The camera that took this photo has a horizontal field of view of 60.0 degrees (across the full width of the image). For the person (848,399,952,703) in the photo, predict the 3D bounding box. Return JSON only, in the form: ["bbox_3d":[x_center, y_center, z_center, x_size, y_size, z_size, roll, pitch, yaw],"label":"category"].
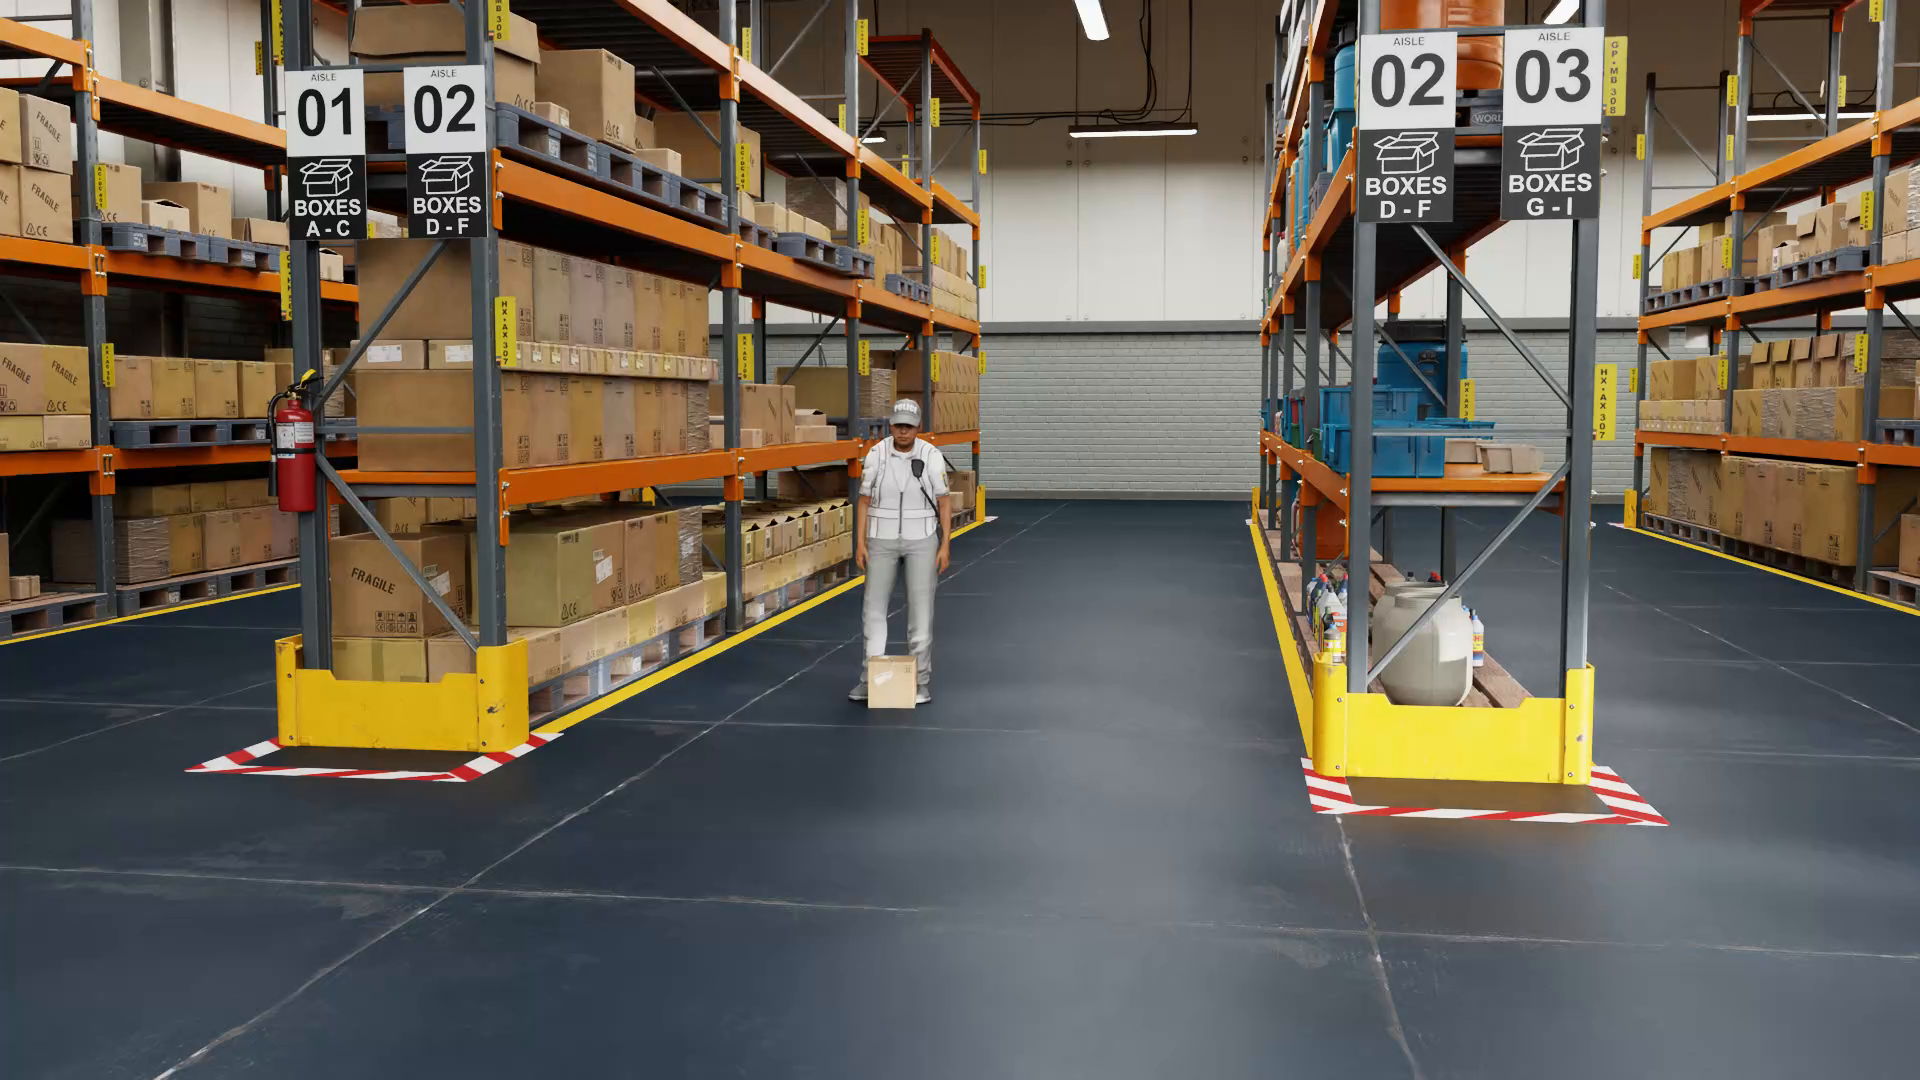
[{"bbox_3d":[-0.332,0.050,9.233,0.564,1.666,0.468,0,5,4],"label":"person"}]
